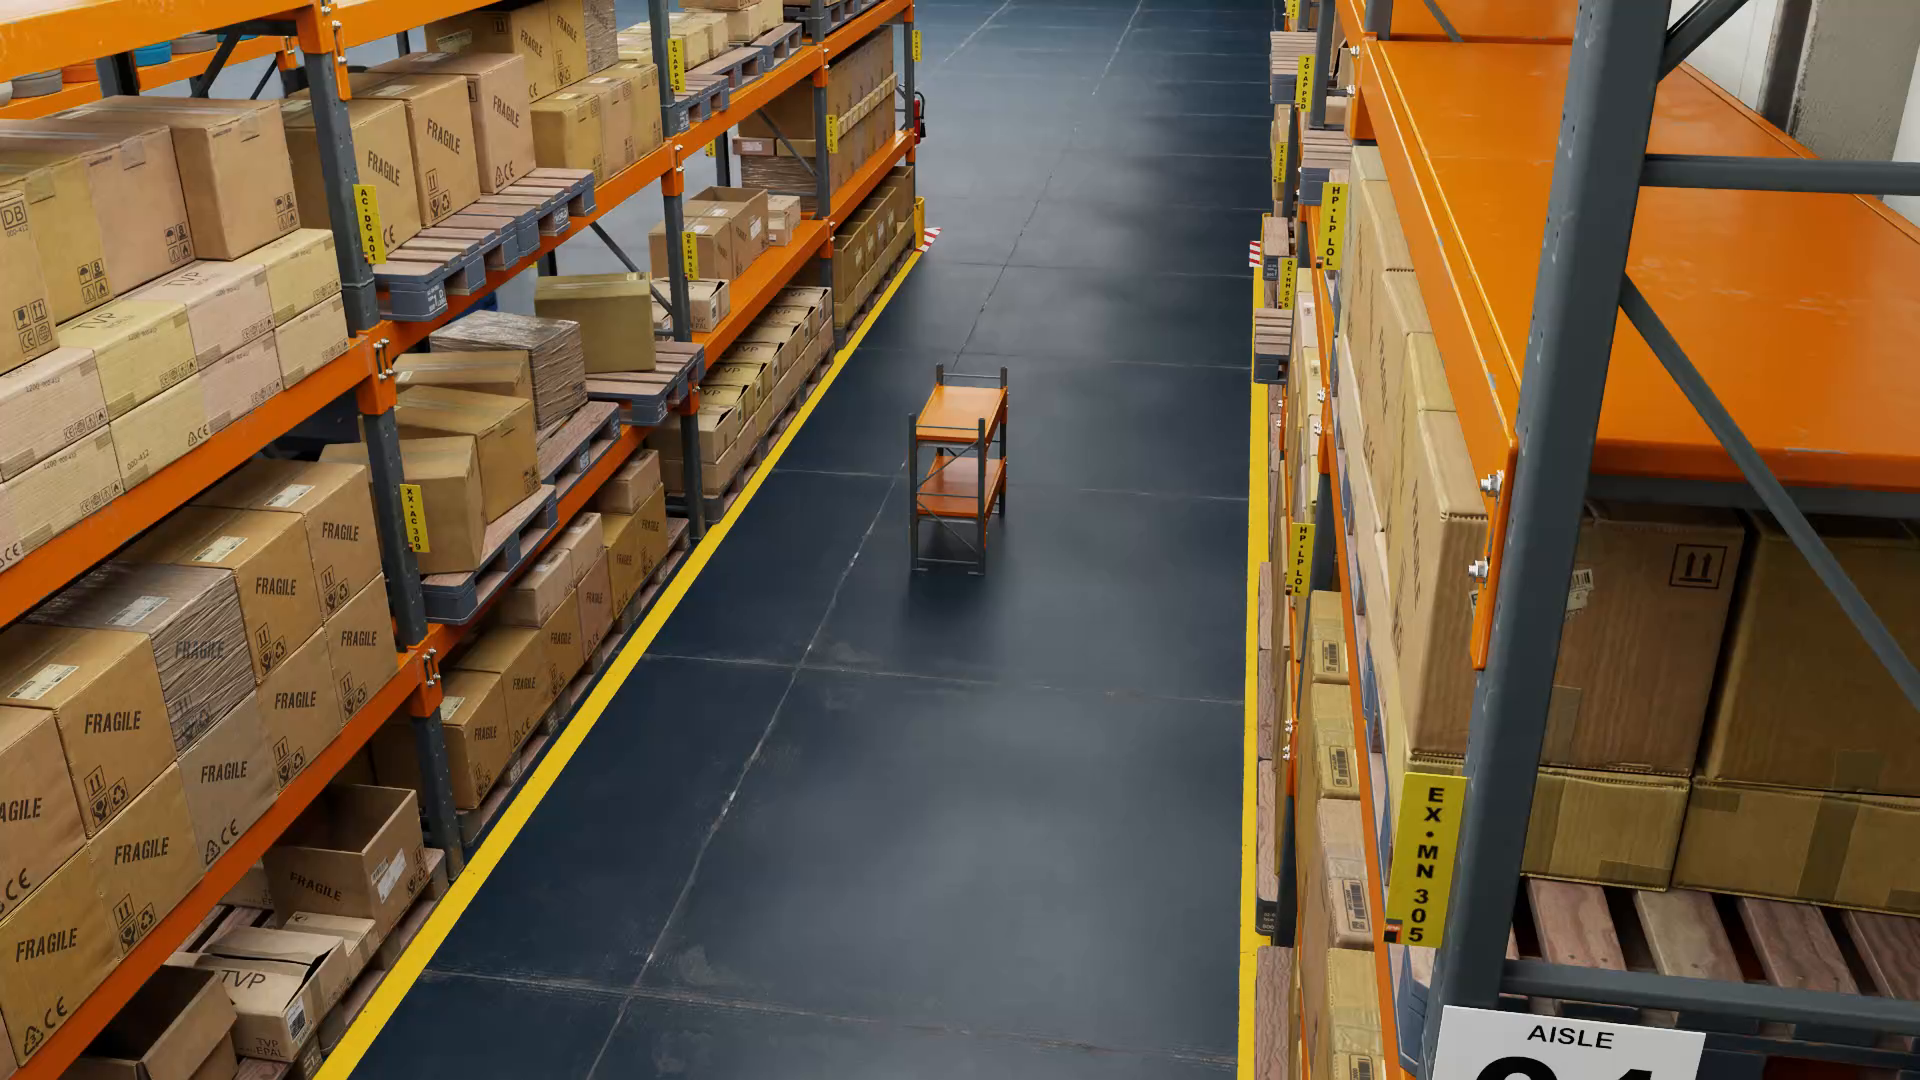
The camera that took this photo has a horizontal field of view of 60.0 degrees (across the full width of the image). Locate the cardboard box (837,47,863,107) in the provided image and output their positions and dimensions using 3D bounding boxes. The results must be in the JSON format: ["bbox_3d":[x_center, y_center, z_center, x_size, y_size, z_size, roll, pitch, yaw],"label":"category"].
[{"bbox_3d":[-1.344,-4.532,16.245,0.700,0.500,0.500,4,25,9],"label":"cardboard box"}]

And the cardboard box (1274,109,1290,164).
[{"bbox_3d":[3.172,-3.660,15.300,0.500,0.500,0.500,3,25,7],"label":"cardboard box"}]

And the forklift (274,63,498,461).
[{"bbox_3d":[-4.662,-1.966,12.492,1.130,2.935,3.031,5,26,11],"label":"forklift"}]

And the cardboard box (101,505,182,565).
[{"bbox_3d":[-3.402,0.158,6.577,0.500,0.500,0.500,3,25,7],"label":"cardboard box"}]

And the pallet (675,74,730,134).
[{"bbox_3d":[-2.288,-2.973,11.248,1.213,0.211,1.003,5,26,11],"label":"pallet"}]

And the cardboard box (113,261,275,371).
[{"bbox_3d":[-2.861,-0.823,6.019,0.500,0.250,0.500,4,25,9],"label":"cardboard box"}]

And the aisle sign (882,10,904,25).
[{"bbox_3d":[-0.702,-5.940,17.836,0.394,0.787,0.004,4,25,9],"label":"aisle sign"}]

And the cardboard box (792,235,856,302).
[{"bbox_3d":[-1.272,-2.540,15.501,0.500,0.500,0.500,4,25,9],"label":"cardboard box"}]

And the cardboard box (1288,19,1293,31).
[{"bbox_3d":[3.218,-4.828,14.846,0.500,0.500,0.500,3,25,6],"label":"cardboard box"}]

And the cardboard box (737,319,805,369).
[{"bbox_3d":[-1.603,-1.666,13.858,0.500,0.311,0.500,4,25,8],"label":"cardboard box"}]

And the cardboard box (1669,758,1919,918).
[{"bbox_3d":[1.631,0.463,3.248,0.500,0.250,0.500,5,26,11],"label":"cardboard box"}]

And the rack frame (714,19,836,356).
[{"bbox_3d":[-1.657,-3.083,14.798,1.000,3.000,0.127,4,25,9],"label":"rack frame"}]

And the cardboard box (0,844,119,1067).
[{"bbox_3d":[-3.121,1.297,5.322,0.500,0.500,0.500,4,25,8],"label":"cardboard box"}]

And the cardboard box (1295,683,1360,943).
[{"bbox_3d":[1.694,0.999,5.723,0.980,0.700,0.700,3,25,7],"label":"cardboard box"}]

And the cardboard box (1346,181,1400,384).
[{"bbox_3d":[1.453,-0.767,4.991,0.500,0.500,0.500,3,25,7],"label":"cardboard box"}]

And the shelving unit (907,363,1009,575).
[{"bbox_3d":[-0.001,-0.507,11.505,0.538,1.125,1.048,4,25,9],"label":"shelving unit"}]

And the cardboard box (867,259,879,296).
[{"bbox_3d":[-1.108,-2.618,16.554,0.500,0.250,0.500,4,25,9],"label":"cardboard box"}]

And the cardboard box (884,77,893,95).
[{"bbox_3d":[-0.919,-4.812,17.610,0.380,0.149,0.250,5,25,10],"label":"cardboard box"}]

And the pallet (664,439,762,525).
[{"bbox_3d":[-2.137,-0.489,12.545,1.003,0.211,1.213,4,25,9],"label":"pallet"}]

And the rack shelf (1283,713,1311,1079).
[{"bbox_3d":[1.597,1.767,5.286,1.077,0.370,4.000,4,25,9],"label":"rack shelf"}]

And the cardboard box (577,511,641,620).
[{"bbox_3d":[-2.316,0.147,10.328,0.500,0.500,0.500,3,25,7],"label":"cardboard box"}]

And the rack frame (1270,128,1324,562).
[{"bbox_3d":[2.577,-1.068,10.494,1.000,3.000,0.127,4,25,9],"label":"rack frame"}]

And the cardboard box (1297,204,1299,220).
[{"bbox_3d":[3.114,-2.775,13.504,0.700,0.500,0.500,4,25,9],"label":"cardboard box"}]

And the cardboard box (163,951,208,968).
[{"bbox_3d":[-3.377,1.870,7.040,0.380,0.166,0.250,4,25,9],"label":"cardboard box"}]

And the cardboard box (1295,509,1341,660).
[{"bbox_3d":[1.750,0.205,7.282,0.500,0.500,0.500,4,25,8],"label":"cardboard box"}]

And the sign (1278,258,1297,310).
[{"bbox_3d":[2.041,-1.591,10.338,0.100,0.325,0.005,4,25,9],"label":"sign"}]

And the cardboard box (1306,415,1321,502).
[{"bbox_3d":[1.841,-0.350,7.583,0.500,0.250,0.500,5,25,10],"label":"cardboard box"}]

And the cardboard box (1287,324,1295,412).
[{"bbox_3d":[2.246,-1.072,10.010,0.500,0.500,0.500,5,26,10],"label":"cardboard box"}]

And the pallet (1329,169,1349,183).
[{"bbox_3d":[2.345,-1.601,8.316,1.003,0.211,1.213,5,26,11],"label":"pallet"}]

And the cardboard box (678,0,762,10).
[{"bbox_3d":[-1.867,-4.408,12.889,0.500,0.500,0.500,6,26,14],"label":"cardboard box"}]

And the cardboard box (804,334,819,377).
[{"bbox_3d":[-1.523,-1.623,14.427,0.500,0.250,0.500,4,25,8],"label":"cardboard box"}]

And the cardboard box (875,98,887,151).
[{"bbox_3d":[-1.173,-4.387,17.466,0.700,0.500,0.500,5,25,10],"label":"cardboard box"}]

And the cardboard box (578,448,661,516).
[{"bbox_3d":[-2.237,-0.386,10.581,0.500,0.250,0.500,5,26,11],"label":"cardboard box"}]

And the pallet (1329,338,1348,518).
[{"bbox_3d":[1.780,-0.372,5.574,1.003,0.211,1.213,4,25,9],"label":"pallet"}]

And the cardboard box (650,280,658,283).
[{"bbox_3d":[-2.157,-1.834,12.425,0.380,0.149,0.250,6,26,12],"label":"cardboard box"}]

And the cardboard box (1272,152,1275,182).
[{"bbox_3d":[3.247,-3.531,15.909,0.500,0.250,0.500,4,25,9],"label":"cardboard box"}]

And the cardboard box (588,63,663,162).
[{"bbox_3d":[-2.348,-2.629,10.172,0.910,0.500,0.500,4,25,9],"label":"cardboard box"}]

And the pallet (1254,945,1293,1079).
[{"bbox_3d":[1.722,2.180,6.844,1.003,0.211,1.213,4,25,9],"label":"pallet"}]

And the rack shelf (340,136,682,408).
[{"bbox_3d":[-2.637,-1.606,8.954,1.077,0.370,4.000,4,25,9],"label":"rack shelf"}]

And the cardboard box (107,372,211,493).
[{"bbox_3d":[-2.946,-0.388,5.679,0.500,0.250,0.500,4,25,9],"label":"cardboard box"}]

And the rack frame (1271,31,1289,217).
[{"bbox_3d":[3.885,-4.414,17.642,1.000,3.000,0.127,4,25,9],"label":"rack frame"}]

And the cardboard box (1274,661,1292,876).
[{"bbox_3d":[1.902,1.107,7.887,0.750,0.750,0.750,4,25,9],"label":"cardboard box"}]

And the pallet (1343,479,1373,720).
[{"bbox_3d":[1.578,0.136,4.487,1.003,0.211,1.213,4,25,9],"label":"pallet"}]

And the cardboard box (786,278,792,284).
[{"bbox_3d":[-1.703,-2.785,16.025,0.500,0.500,0.500,4,25,9],"label":"cardboard box"}]

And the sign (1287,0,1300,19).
[{"bbox_3d":[2.695,-4.368,13.396,0.100,0.325,0.005,4,25,9],"label":"sign"}]

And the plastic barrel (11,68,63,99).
[{"bbox_3d":[-6.848,-3.669,11.920,0.600,0.901,0.600,0,25,0],"label":"plastic barrel"}]

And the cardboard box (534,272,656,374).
[{"bbox_3d":[-2.302,-1.374,10.535,0.700,0.500,0.500,-4,25,-9],"label":"cardboard box"}]

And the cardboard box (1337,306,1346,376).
[{"bbox_3d":[1.551,-0.651,5.627,0.500,0.250,0.500,4,25,8],"label":"cardboard box"}]

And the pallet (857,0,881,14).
[{"bbox_3d":[-1.341,-5.269,16.034,1.003,0.211,1.213,4,25,9],"label":"pallet"}]

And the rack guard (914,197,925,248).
[{"bbox_3d":[-0.999,-3.634,18.924,1.175,0.500,0.348,4,25,9],"label":"rack guard"}]

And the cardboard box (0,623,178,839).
[{"bbox_3d":[-3.038,0.630,5.569,0.500,0.500,0.500,4,25,8],"label":"cardboard box"}]

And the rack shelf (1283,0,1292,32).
[{"bbox_3d":[3.558,-4.611,15.372,1.077,0.370,4.000,4,25,9],"label":"rack shelf"}]

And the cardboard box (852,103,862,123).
[{"bbox_3d":[-1.172,-4.169,16.236,0.380,0.149,0.250,4,25,8],"label":"cardboard box"}]

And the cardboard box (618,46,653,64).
[{"bbox_3d":[-2.292,-3.085,10.945,0.500,0.250,0.500,2,25,5],"label":"cardboard box"}]
